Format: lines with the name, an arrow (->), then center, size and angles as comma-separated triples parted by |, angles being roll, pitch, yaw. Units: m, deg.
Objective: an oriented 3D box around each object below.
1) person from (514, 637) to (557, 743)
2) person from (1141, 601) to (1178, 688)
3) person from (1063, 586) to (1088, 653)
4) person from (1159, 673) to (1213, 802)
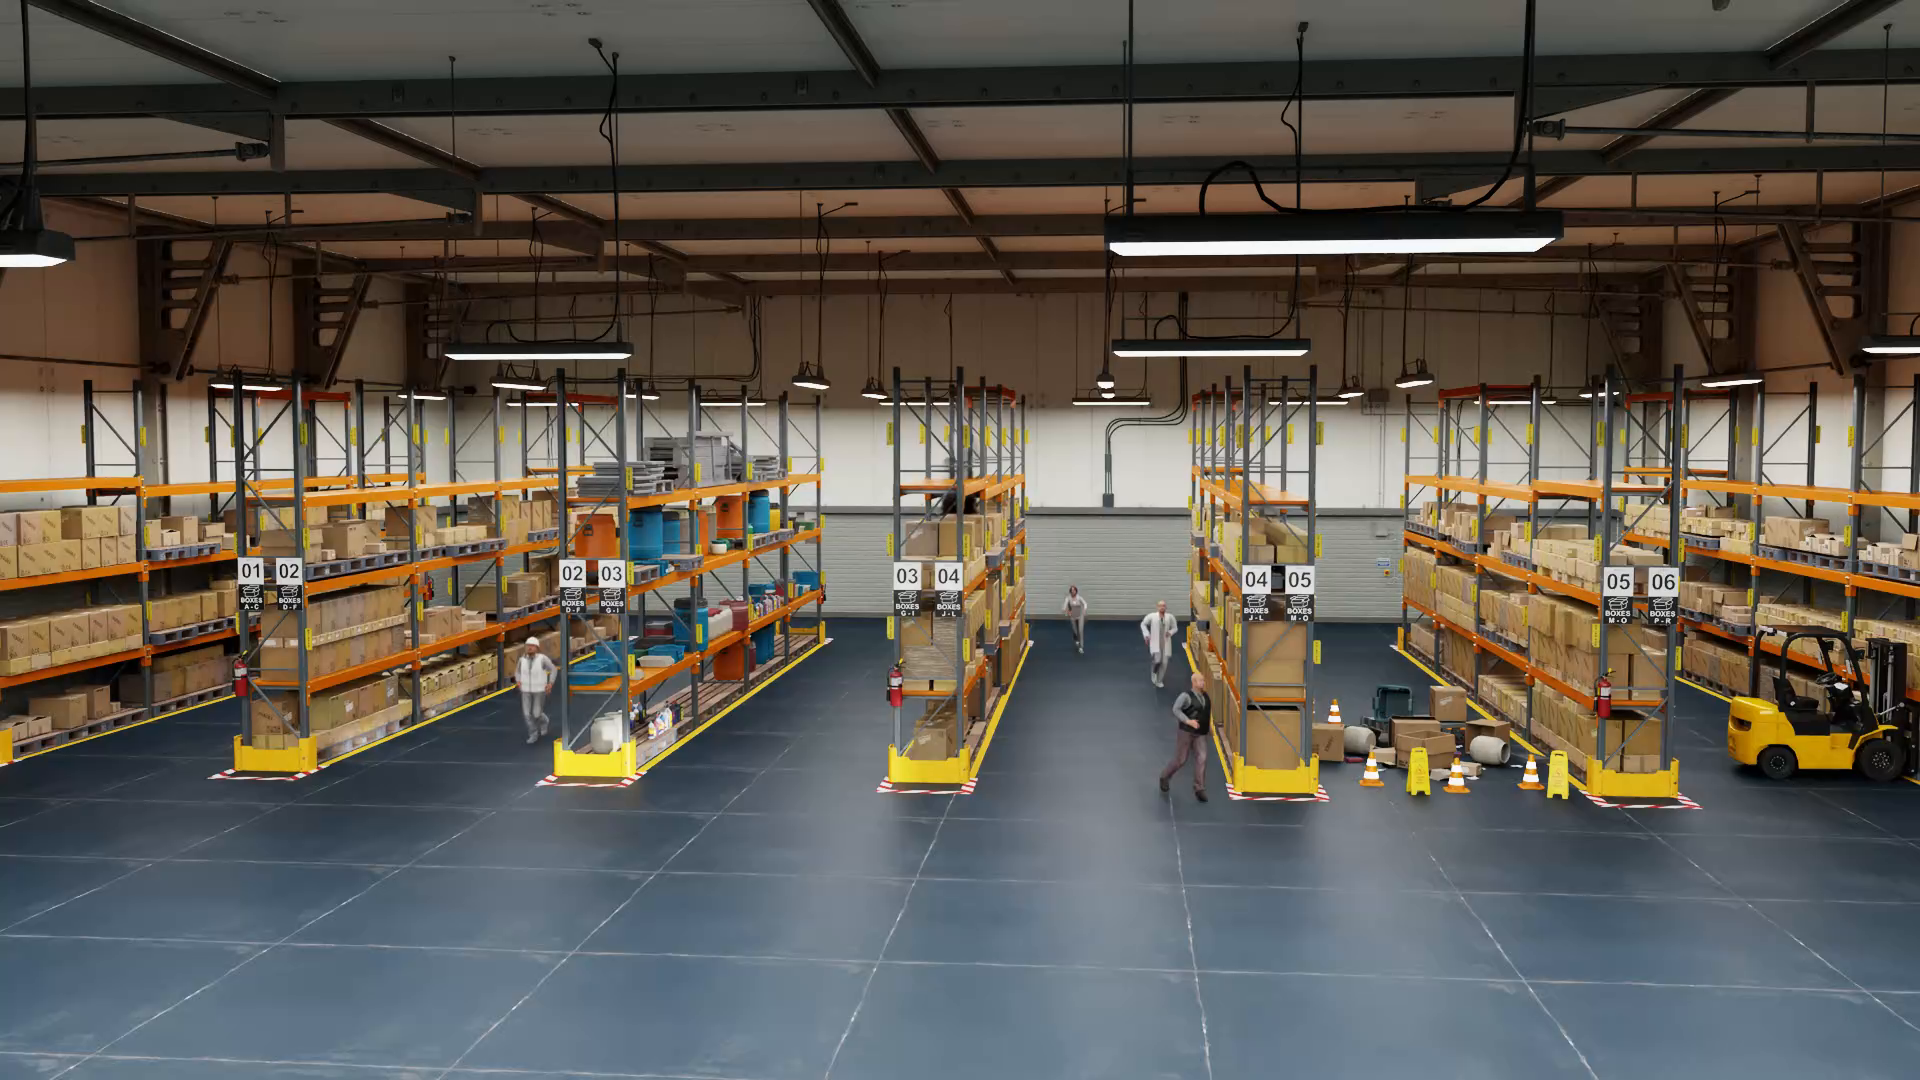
person -> -6.963, 2.450, 27.216 | 0.692, 1.731, 0.599 | 0, 4, 3
person -> 3.990, 2.077, 33.075 | 0.708, 1.736, 0.616 | 0, 4, -5
person -> 2.677, 1.842, 38.676 | 0.577, 1.528, 0.662 | 0, 4, -2
person -> 3.270, 2.707, 23.103 | 0.725, 1.706, 0.946 | -2, 4, -26
